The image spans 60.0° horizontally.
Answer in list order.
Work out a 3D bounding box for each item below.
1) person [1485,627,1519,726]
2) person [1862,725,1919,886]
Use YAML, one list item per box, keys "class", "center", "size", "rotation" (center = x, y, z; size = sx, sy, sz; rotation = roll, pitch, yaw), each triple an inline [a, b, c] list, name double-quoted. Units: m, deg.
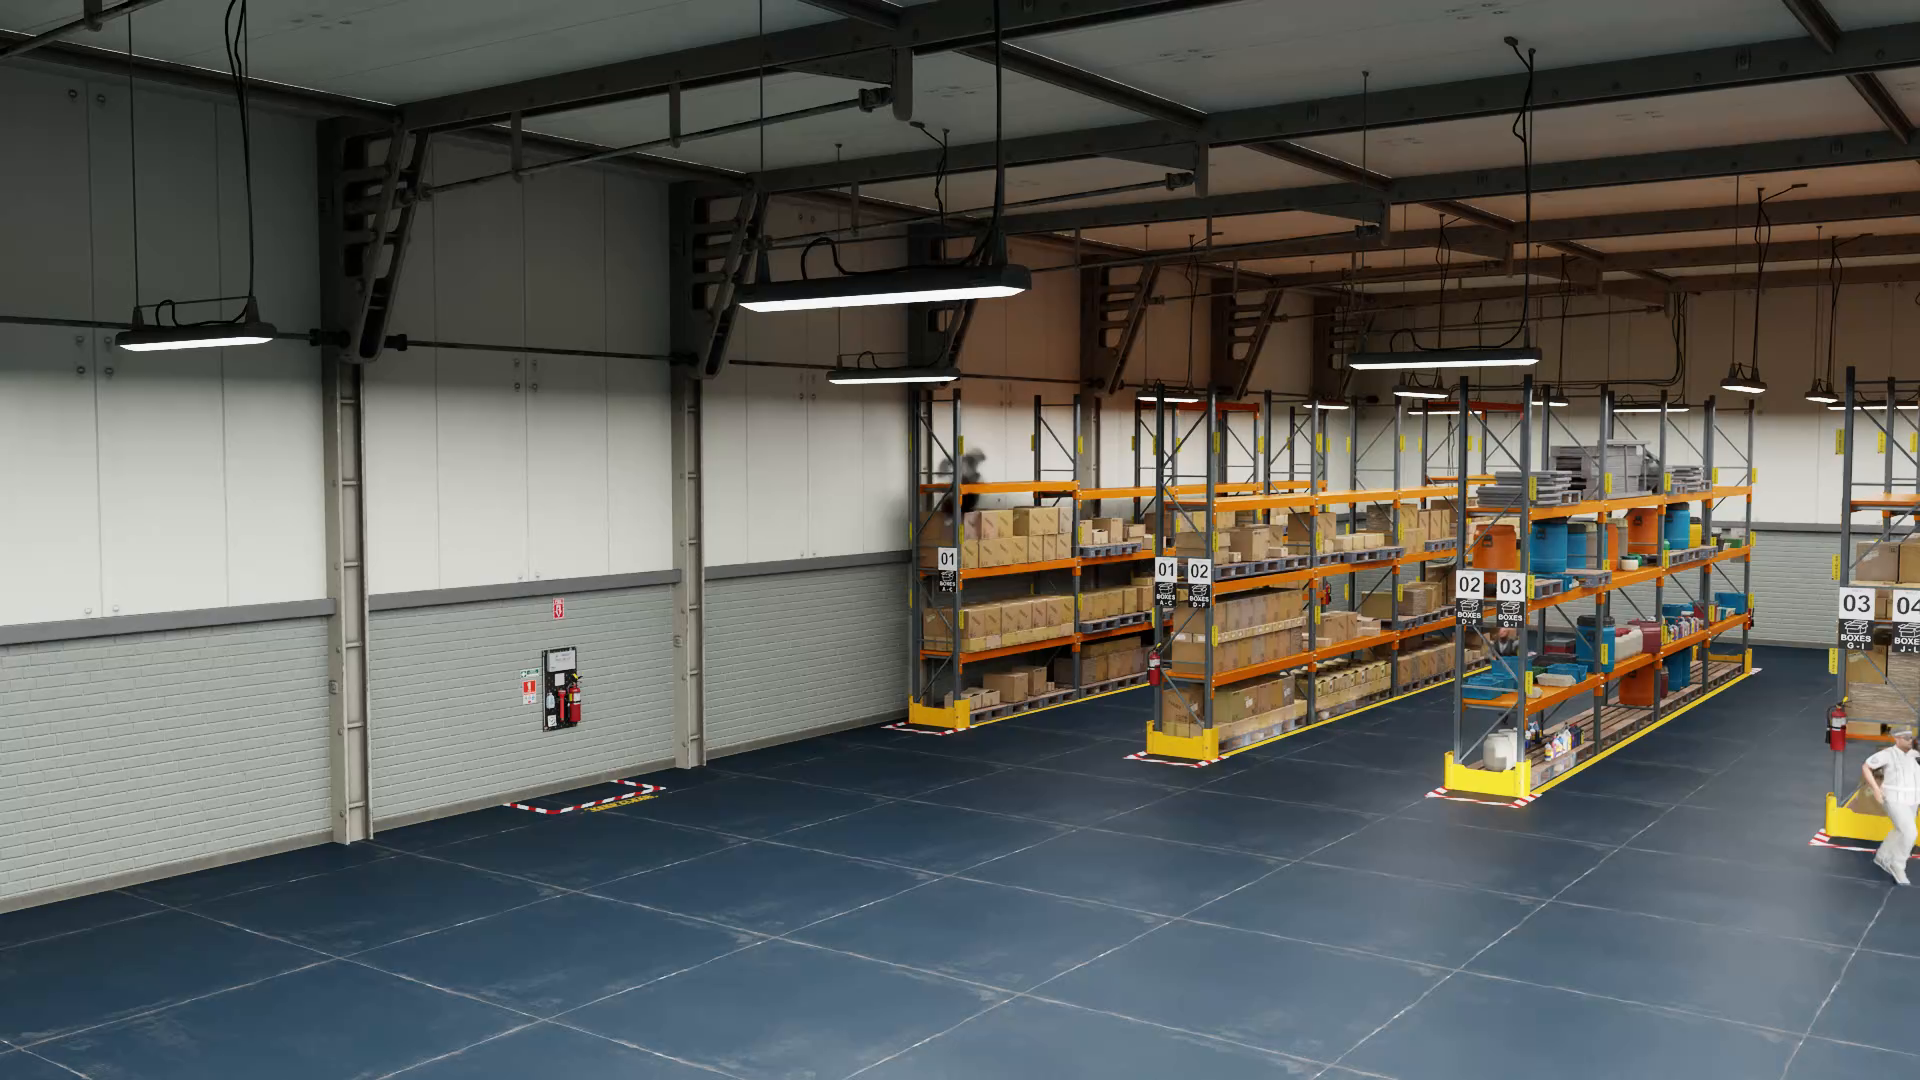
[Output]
- class: "person"
  center: [9.828, 2.432, 30.018]
  size: [0.673, 1.774, 0.815]
  rotation: [2, 4, 36]
- class: "person"
  center: [10.828, 3.036, 19.127]
  size: [0.632, 1.844, 0.764]
  rotation: [-1, 4, -22]
